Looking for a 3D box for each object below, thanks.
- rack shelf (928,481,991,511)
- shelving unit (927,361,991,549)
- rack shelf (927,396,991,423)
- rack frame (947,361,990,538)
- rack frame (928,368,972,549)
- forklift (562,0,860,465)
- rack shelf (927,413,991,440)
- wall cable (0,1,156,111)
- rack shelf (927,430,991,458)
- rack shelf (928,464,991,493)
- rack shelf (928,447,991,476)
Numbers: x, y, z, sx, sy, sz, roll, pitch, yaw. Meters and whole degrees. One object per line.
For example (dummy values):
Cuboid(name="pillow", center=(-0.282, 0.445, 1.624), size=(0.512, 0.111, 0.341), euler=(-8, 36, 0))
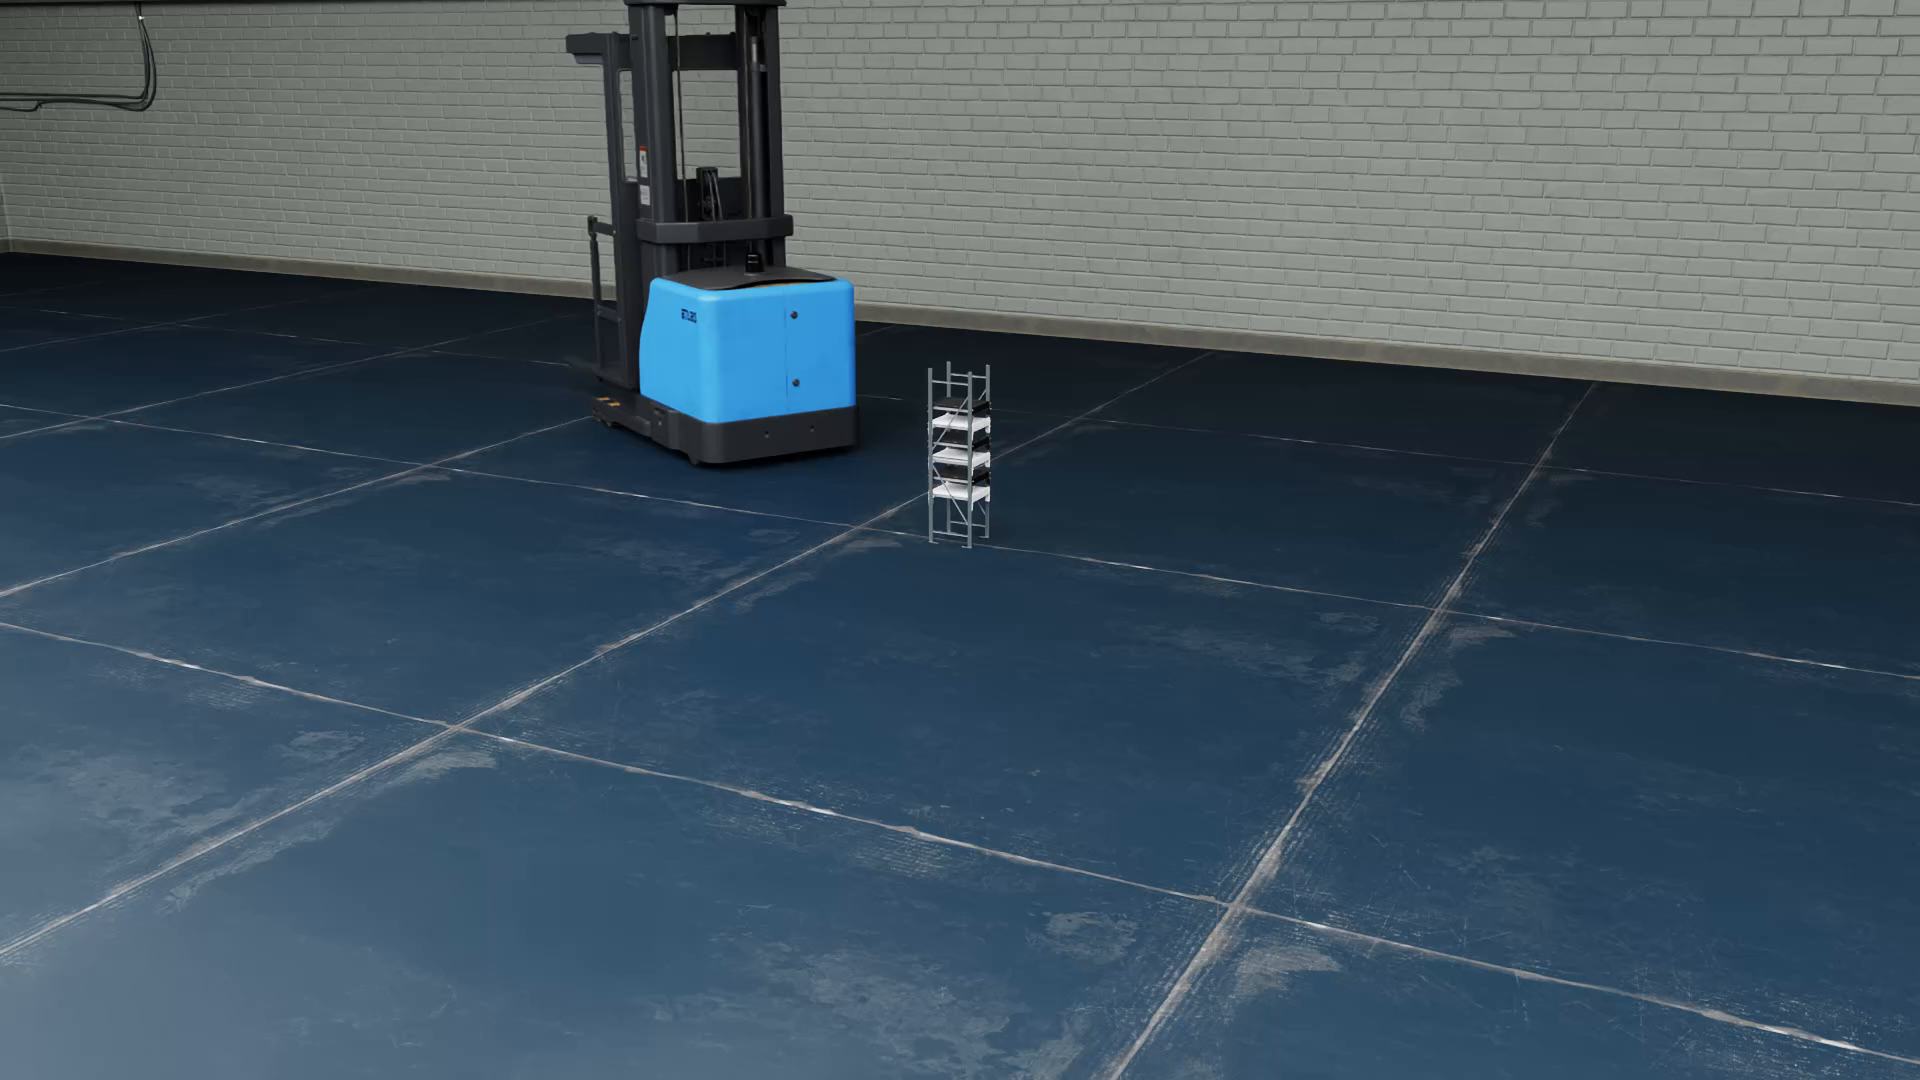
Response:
Cuboid(name="rack shelf", center=(-0.004, -0.225, 8.450), size=(0.258, 0.077, 0.200), euler=(8, 18, 25))
Cuboid(name="shelving unit", center=(-0.004, -0.429, 8.389), size=(0.258, 0.900, 0.210), euler=(8, 18, 25))
Cuboid(name="rack shelf", center=(-0.004, -0.656, 8.322), size=(0.258, 0.077, 0.200), euler=(8, 18, 25))
Cuboid(name="rack frame", center=(0.042, -0.455, 8.476), size=(0.240, 0.900, 0.006), euler=(8, 18, 25))
Cuboid(name="rack frame", center=(-0.049, -0.403, 8.302), size=(0.240, 0.900, 0.006), euler=(8, 18, 25))
Cuboid(name="forklift", center=(-1.836, -2.219, 10.847), size=(1.130, 2.935, 3.031), euler=(-10, 19, -31))
Cuboid(name="rack shelf", center=(-0.004, -0.570, 8.348), size=(0.258, 0.077, 0.200), euler=(8, 18, 25))
Cuboid(name="wall cable", center=(-10.401, -6.188, 19.007), size=(3.097, 2.526, 0.112), euler=(8, 18, 25))
Cuboid(name="rack shelf", center=(-0.004, -0.484, 8.373), size=(0.258, 0.077, 0.200), euler=(8, 18, 25))
Cuboid(name="rack shelf", center=(-0.004, -0.311, 8.424), size=(0.258, 0.077, 0.200), euler=(8, 18, 25))
Cuboid(name="rack shelf", center=(-0.004, -0.397, 8.399), size=(0.258, 0.077, 0.200), euler=(8, 18, 25))
